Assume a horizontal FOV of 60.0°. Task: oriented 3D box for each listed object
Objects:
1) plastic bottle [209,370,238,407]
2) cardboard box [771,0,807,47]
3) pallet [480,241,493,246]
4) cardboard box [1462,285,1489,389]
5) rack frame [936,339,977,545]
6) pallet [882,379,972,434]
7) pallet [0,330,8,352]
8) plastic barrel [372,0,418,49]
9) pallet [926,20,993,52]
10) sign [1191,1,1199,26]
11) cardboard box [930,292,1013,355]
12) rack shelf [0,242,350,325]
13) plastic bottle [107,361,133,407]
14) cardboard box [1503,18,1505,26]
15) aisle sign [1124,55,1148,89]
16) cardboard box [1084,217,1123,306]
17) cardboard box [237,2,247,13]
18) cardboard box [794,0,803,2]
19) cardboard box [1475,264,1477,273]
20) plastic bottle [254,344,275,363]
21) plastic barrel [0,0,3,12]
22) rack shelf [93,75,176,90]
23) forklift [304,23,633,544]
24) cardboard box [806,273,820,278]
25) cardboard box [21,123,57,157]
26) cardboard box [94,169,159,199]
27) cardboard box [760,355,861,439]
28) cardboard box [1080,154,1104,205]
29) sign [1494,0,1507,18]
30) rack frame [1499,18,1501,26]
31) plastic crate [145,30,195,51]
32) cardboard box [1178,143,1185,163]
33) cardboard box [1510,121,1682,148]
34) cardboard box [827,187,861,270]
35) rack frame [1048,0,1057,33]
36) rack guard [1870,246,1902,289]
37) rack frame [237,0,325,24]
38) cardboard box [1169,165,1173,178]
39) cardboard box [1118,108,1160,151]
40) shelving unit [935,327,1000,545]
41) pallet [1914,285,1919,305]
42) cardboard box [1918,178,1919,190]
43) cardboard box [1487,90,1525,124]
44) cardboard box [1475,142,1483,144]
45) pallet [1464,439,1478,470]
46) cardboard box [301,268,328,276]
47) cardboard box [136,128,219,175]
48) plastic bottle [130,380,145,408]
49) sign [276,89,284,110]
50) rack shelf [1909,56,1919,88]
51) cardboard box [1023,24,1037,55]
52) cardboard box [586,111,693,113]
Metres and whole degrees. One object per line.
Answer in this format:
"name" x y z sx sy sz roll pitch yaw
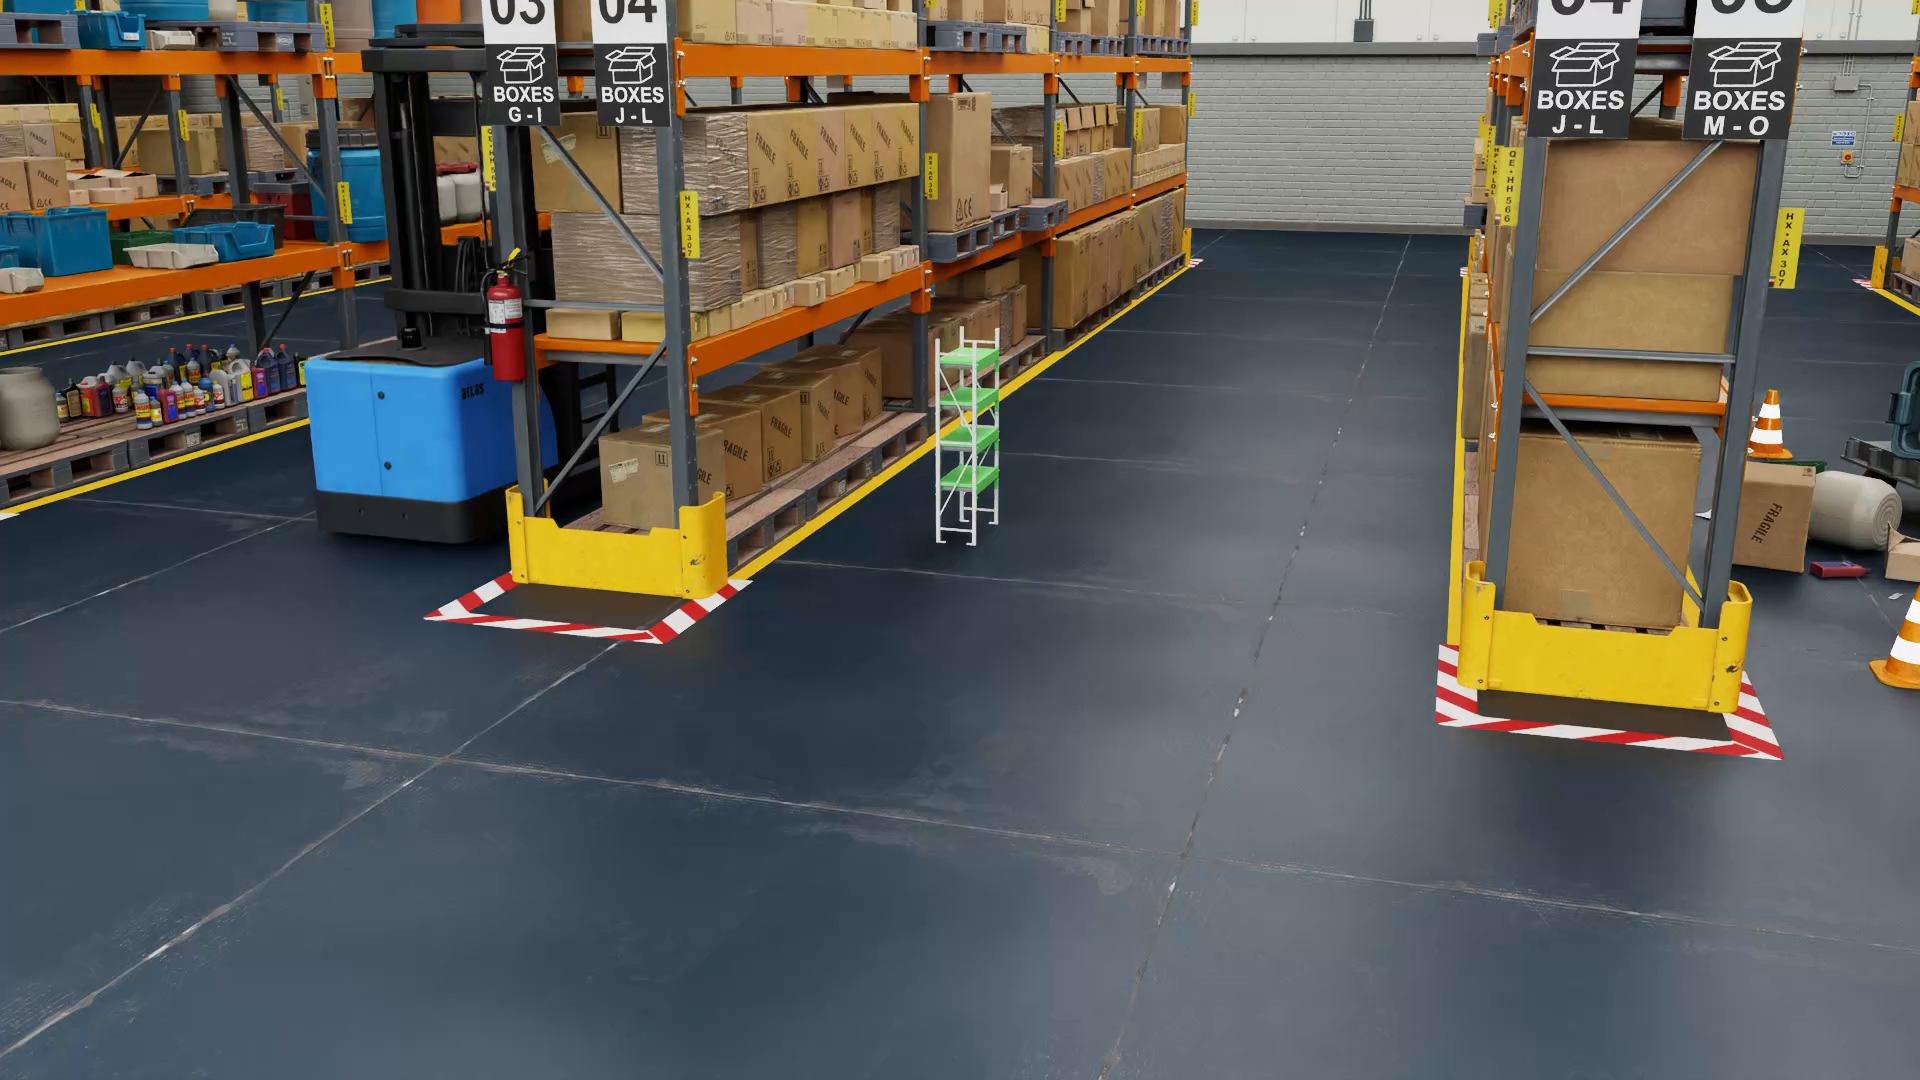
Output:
"plastic bottle" -5.585 -1.161 12.612 0.152 0.276 0.135 5 17 17
"cardboard box" -1.200 -2.939 9.472 0.500 0.250 0.500 5 16 16
"pallet" -7.416 -4.264 24.477 1.003 0.211 1.213 5 16 16
"cardboard box" 4.626 -1.618 13.389 1.050 0.750 0.750 5 17 17
"rack frame" -0.022 -0.557 9.593 0.240 1.200 0.015 5 16 16
"pallet" -0.513 -1.106 13.342 1.003 0.211 1.213 5 16 16
"pallet" -10.058 -1.867 16.026 1.003 0.211 1.213 5 16 16
"plastic barrel" -5.174 -4.804 14.854 0.600 0.901 0.708 5 16 16
"pallet" -0.456 -3.750 12.400 1.213 0.211 1.003 5 16 16
"sign" 3.193 -7.168 22.631 0.100 0.325 0.005 5 16 16
"cardboard box" 0.087 -1.976 15.075 0.700 0.500 0.500 3 16 11
"rack shelf" -6.050 -1.759 11.851 1.077 0.370 4.000 5 16 16
"plastic bottle" -6.336 -1.177 12.530 0.144 0.351 0.185 5 17 18
"cardboard box" 5.049 -4.539 14.657 0.500 0.500 0.500 5 16 16
"aisle sign" 2.410 -6.676 23.105 0.394 0.787 0.004 5 16 16
"cardboard box" 1.125 -3.114 18.434 1.225 0.875 0.875 4 16 14
"cardboard box" -8.673 -6.412 19.426 0.500 0.500 0.500 5 16 16
"cardboard box" -1.141 -3.221 9.734 0.380 0.149 0.250 4 16 15
"cardboard box" 6.117 -3.078 19.094 0.380 0.149 0.250 4 16 13
"plastic bottle" -5.527 -1.385 13.265 0.144 0.351 0.185 5 16 16
"plastic barrel" -6.416 -3.625 10.502 0.600 0.588 0.600 0 16 0
"rack shelf" -9.662 -4.633 16.488 1.077 0.370 4.000 5 16 16
"forklift" -2.842 -1.749 10.623 1.130 2.935 3.031 5 17 18
"cardboard box" -1.097 -1.593 10.409 0.380 0.149 0.250 5 16 16
"cardboard box" -12.732 -5.415 22.660 0.500 0.500 0.500 5 17 16
"cardboard box" -9.238 -3.925 18.333 0.500 0.311 0.500 6 17 19
"cardboard box" -1.041 -0.991 11.638 0.500 0.500 0.500 11 19 33
"cardboard box" 1.233 -3.844 17.703 0.500 0.500 0.500 5 16 16
"sign" 4.611 -4.614 14.154 0.100 0.325 0.005 5 16 16
"rack frame" 6.267 -6.812 17.354 1.000 3.000 0.127 5 16 16
"plastic crate" -5.550 -3.493 11.633 0.243 0.136 0.396 5 16 16
"cardboard box" 2.794 -5.307 22.772 0.500 0.250 0.500 4 16 15
"cardboard box" 3.526 -2.047 9.295 0.875 0.550 0.550 5 16 16
"cardboard box" -1.142 -2.055 10.850 0.875 0.500 0.500 5 16 16
"rack frame" 0.404 -6.176 15.114 1.000 3.000 0.127 5 16 16
"rack guard" 12.185 -3.418 20.965 1.175 0.500 0.348 5 16 16
"rack frame" -5.482 -5.514 12.779 1.000 3.000 0.127 5 16 16
"cardboard box" 2.603 -4.876 21.985 0.380 0.149 0.250 4 16 15
"cardboard box" 2.212 -5.139 20.805 0.500 0.500 0.500 4 16 14
"shelving unit" 0.047 -0.621 9.818 0.258 1.200 0.503 5 16 16
"pallet" 11.678 -2.740 19.102 1.003 0.211 1.213 5 16 16
"cardboard box" 11.488 -4.293 19.286 0.500 0.500 0.500 5 16 16
"cardboard box" 6.141 -4.742 18.490 0.500 0.500 0.500 4 16 14
"cardboard box" 5.420 -3.953 16.871 0.380 0.149 0.250 4 16 15
"pallet" 4.141 -0.699 11.907 1.003 0.211 1.213 5 16 16
"cardboard box" -8.256 -3.571 20.696 0.500 0.500 0.500 4 16 14
"cardboard box" -9.022 -4.483 19.185 0.700 0.500 0.500 -1 16 -3
"plastic bottle" -6.208 -1.107 12.557 0.097 0.201 0.097 0 16 0
"sign" -11.054 -7.161 27.023 0.100 0.325 0.005 5 16 16
"rack shelf" 11.610 -5.189 18.446 1.077 0.370 4.000 5 16 16
"cardboard box" 0.376 -4.387 14.577 0.500 0.250 0.500 5 16 16
"cardboard box" -1.814 -2.164 9.400 0.500 0.500 0.500 5 16 16
